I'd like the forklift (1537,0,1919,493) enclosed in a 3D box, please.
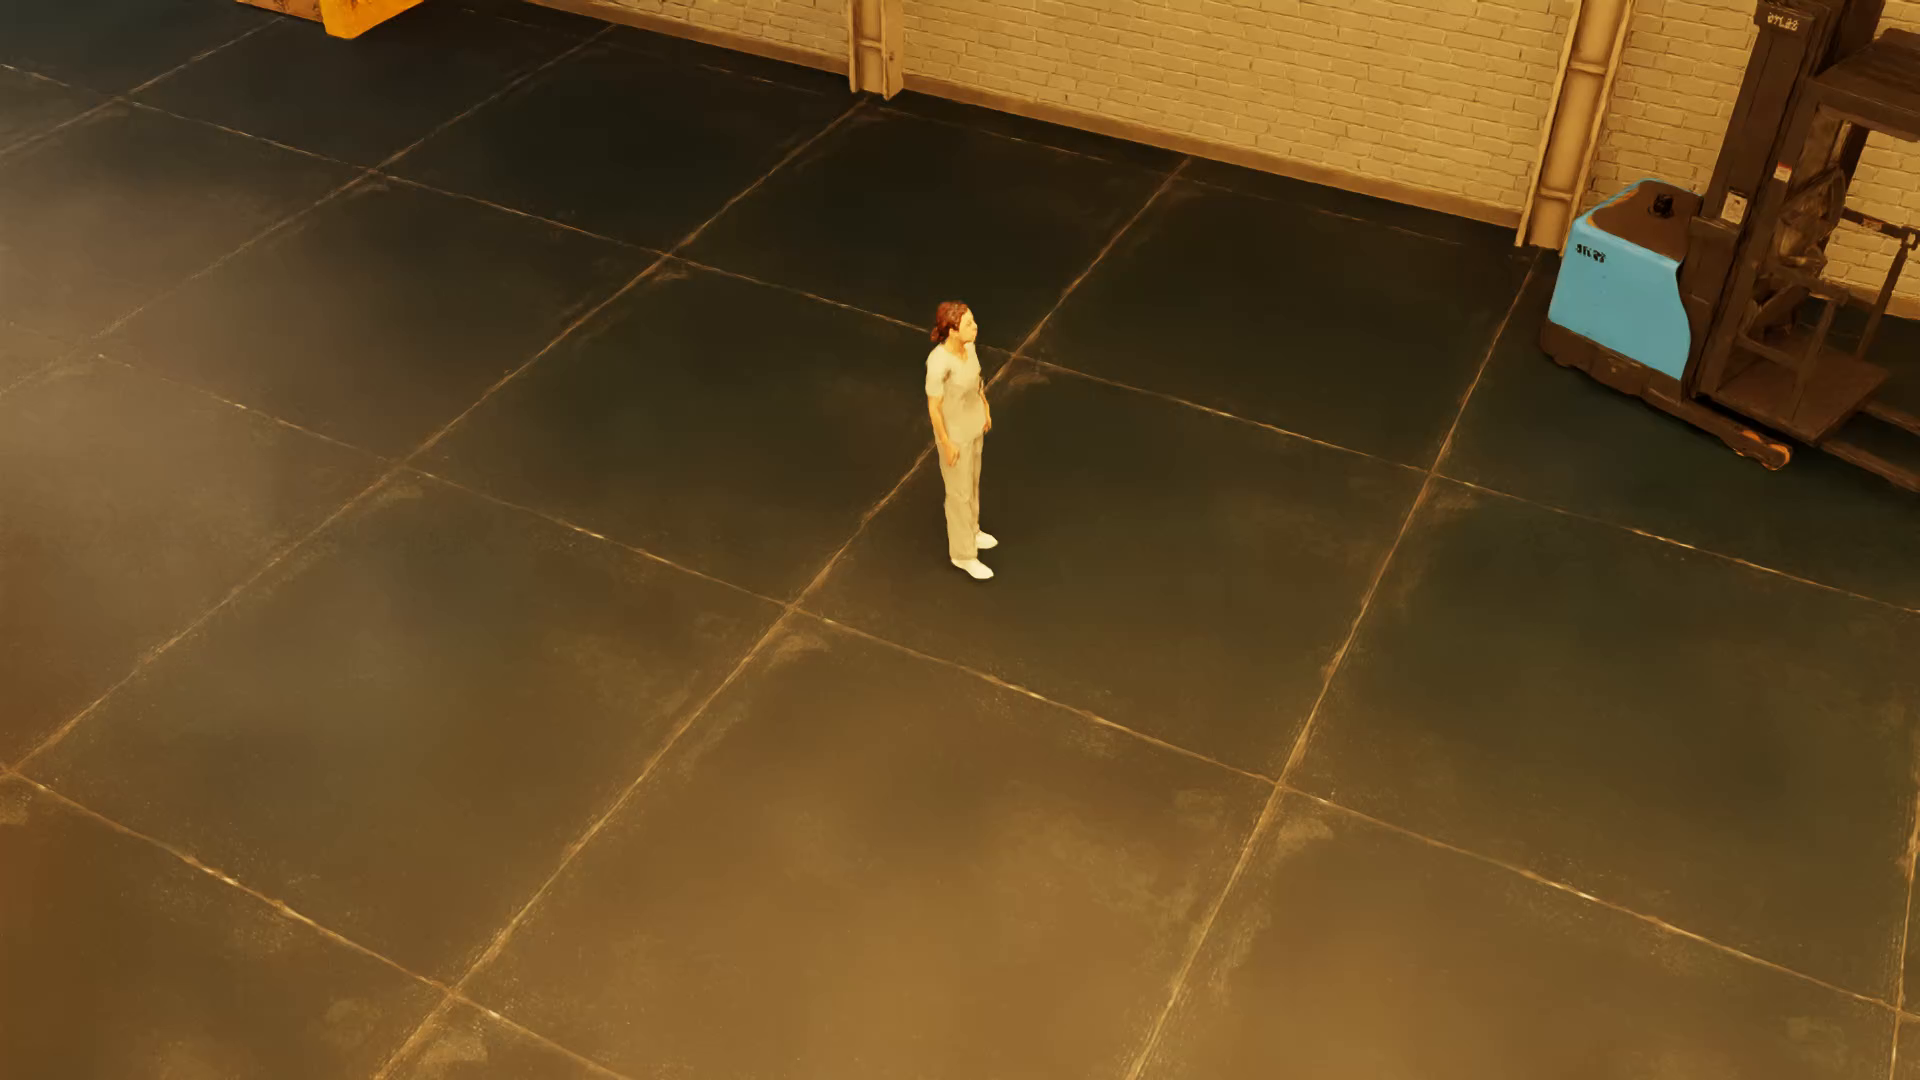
[{"bbox_3d":[5.461,-1.953,10.305,1.130,2.935,3.031,-31,49,-31],"label":"forklift"}]

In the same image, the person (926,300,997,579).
[{"bbox_3d":[0.059,-0.617,9.682,0.548,1.674,0.550,18,43,21],"label":"person"}]
